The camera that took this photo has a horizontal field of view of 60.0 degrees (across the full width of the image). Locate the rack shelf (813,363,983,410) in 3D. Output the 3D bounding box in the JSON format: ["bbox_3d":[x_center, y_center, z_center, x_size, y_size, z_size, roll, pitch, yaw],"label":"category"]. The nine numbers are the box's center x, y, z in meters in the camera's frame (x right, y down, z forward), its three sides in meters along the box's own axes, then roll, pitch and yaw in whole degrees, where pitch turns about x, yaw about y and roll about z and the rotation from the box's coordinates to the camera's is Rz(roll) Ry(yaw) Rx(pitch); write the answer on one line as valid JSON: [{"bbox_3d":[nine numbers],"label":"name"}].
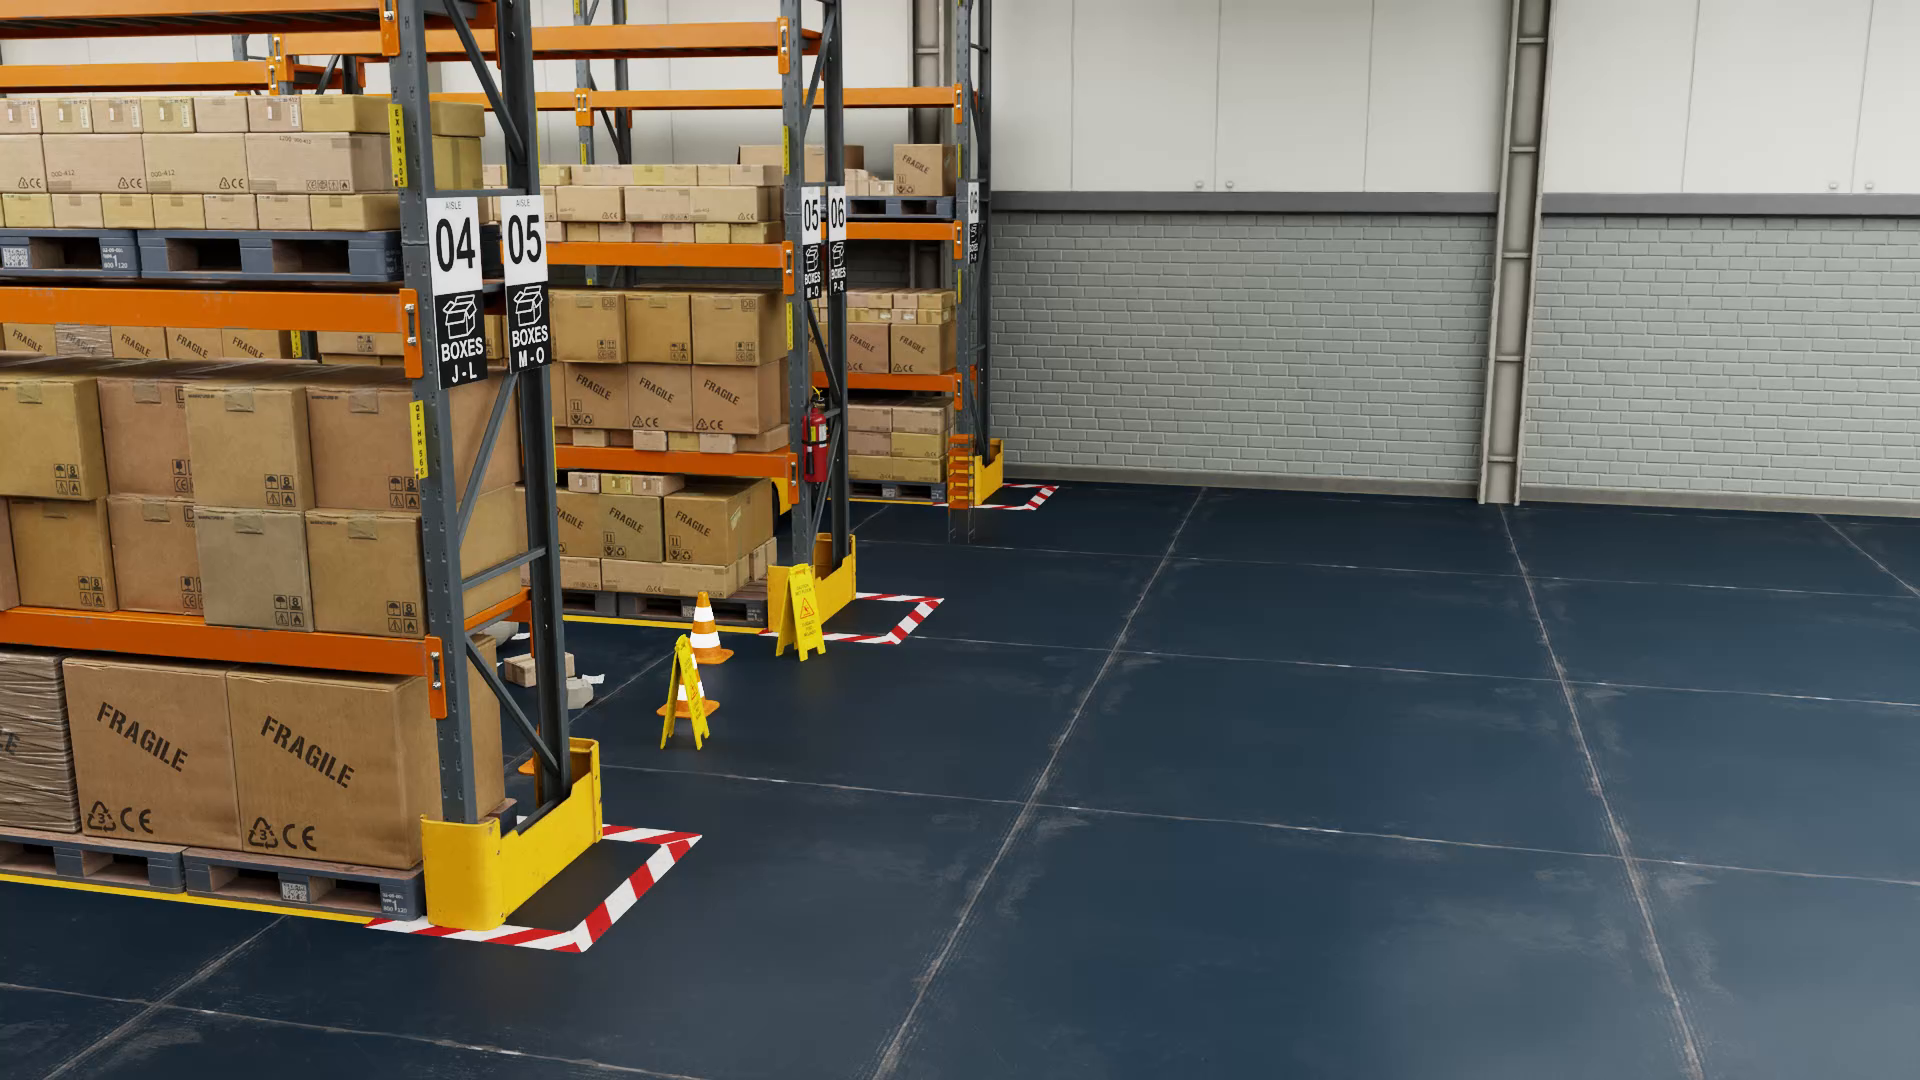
[{"bbox_3d":[-1.800,-1.695,17.627,4.000,0.370,1.077,3,13,14],"label":"rack shelf"}]

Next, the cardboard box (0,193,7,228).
[{"bbox_3d":[-4.267,-1.487,7.479,0.250,0.149,0.380,3,13,14],"label":"cardboard box"}]

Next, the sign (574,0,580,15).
[{"bbox_3d":[-3.860,-5.459,16.741,0.005,0.325,0.100,3,13,14],"label":"sign"}]

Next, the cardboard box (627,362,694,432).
[{"bbox_3d":[-2.122,-1.090,12.320,0.500,0.500,0.500,3,13,14],"label":"cardboard box"}]

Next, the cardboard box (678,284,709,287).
[{"bbox_3d":[-2.866,-2.675,17.968,0.250,0.149,0.380,3,13,13],"label":"cardboard box"}]

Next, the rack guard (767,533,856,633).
[{"bbox_3d":[-1.118,0.318,12.665,0.348,0.500,1.175,3,13,14],"label":"rack guard"}]

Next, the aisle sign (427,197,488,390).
[{"bbox_3d":[-2.135,-1.055,7.078,0.004,0.787,0.394,3,13,14],"label":"aisle sign"}]

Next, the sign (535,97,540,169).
[{"bbox_3d":[-1.993,-1.899,7.757,0.005,0.325,0.100,3,13,14],"label":"sign"}]

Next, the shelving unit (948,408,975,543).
[{"bbox_3d":[0.014,-0.585,15.117,0.189,1.200,0.258,3,13,14],"label":"shelving unit"}]

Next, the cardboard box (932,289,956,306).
[{"bbox_3d":[-0.133,-2.516,17.249,0.250,0.149,0.380,3,13,12],"label":"cardboard box"}]

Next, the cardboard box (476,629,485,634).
[{"bbox_3d":[-3.356,0.761,10.658,0.637,0.503,0.797,-6,14,-25],"label":"cardboard box"}]

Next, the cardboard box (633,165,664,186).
[{"bbox_3d":[-2.170,-2.640,12.039,0.250,0.149,0.380,3,13,14],"label":"cardboard box"}]

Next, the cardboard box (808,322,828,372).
[{"bbox_3d":[-1.398,-2.017,17.187,0.500,0.500,0.500,3,13,12],"label":"cardboard box"}]

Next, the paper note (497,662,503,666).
[{"bbox_3d":[-3.227,0.850,11.374,0.142,0.019,0.148,8,15,33],"label":"paper note"}]

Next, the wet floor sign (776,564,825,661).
[{"bbox_3d":[-1.116,0.485,11.572,0.232,0.644,0.267,8,15,33],"label":"wet floor sign"}]

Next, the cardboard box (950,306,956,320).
[{"bbox_3d":[-0.125,-2.380,17.326,0.250,0.149,0.380,3,13,12],"label":"cardboard box"}]

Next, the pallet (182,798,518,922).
[{"bbox_3d":[-2.927,1.484,8.076,1.213,0.211,1.003,3,13,14],"label":"pallet"}]

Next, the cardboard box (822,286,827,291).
[{"bbox_3d":[-1.369,-2.606,17.656,0.250,0.149,0.380,3,13,12],"label":"cardboard box"}]

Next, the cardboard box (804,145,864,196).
[{"bbox_3d":[-1.317,-3.756,16.897,0.500,0.500,0.700,3,13,14],"label":"cardboard box"}]

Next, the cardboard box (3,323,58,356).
[{"bbox_3d":[-7.405,-1.589,13.601,0.500,0.500,0.500,3,13,14],"label":"cardboard box"}]

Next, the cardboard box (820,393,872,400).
[{"bbox_3d":[-1.249,-1.412,17.758,0.500,0.250,0.500,3,13,13],"label":"cardboard box"}]

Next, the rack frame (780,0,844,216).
[{"bbox_3d":[-1.044,-3.828,11.726,0.127,3.000,1.000,3,13,14],"label":"rack frame"}]

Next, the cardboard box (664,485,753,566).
[{"bbox_3d":[-1.884,-0.114,12.487,0.500,0.500,0.500,3,13,14],"label":"cardboard box"}]

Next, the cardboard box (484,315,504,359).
[{"bbox_3d":[-3.581,-1.657,12.569,0.500,0.500,0.700,3,13,12],"label":"cardboard box"}]

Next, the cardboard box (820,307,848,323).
[{"bbox_3d":[-1.263,-2.320,17.053,0.250,0.149,0.380,3,13,12],"label":"cardboard box"}]

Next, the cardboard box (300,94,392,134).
[{"bbox_3d":[-2.540,-1.784,6.977,0.250,0.149,0.380,3,13,14],"label":"cardboard box"}]

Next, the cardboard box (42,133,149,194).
[{"bbox_3d":[-3.647,-1.662,7.349,0.500,0.250,0.500,3,13,13],"label":"cardboard box"}]

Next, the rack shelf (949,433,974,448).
[{"bbox_3d":[0.014,-0.893,15.048,0.180,0.103,0.258,3,13,14],"label":"rack shelf"}]

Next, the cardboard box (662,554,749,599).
[{"bbox_3d":[-1.917,0.252,12.568,0.500,0.250,0.500,3,13,13],"label":"cardboard box"}]

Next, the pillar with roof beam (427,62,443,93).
[{"bbox_3d":[-7.175,-4.503,14.772,0.400,9.000,9.100,3,13,14],"label":"pillar with roof beam"}]

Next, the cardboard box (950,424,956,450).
[{"bbox_3d":[-0.265,-1.118,17.587,0.500,0.250,0.500,3,13,15],"label":"cardboard box"}]

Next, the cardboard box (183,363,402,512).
[{"bbox_3d":[-3.039,-0.490,7.692,0.550,0.550,0.875,3,13,14],"label":"cardboard box"}]

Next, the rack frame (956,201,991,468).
[{"bbox_3d":[0.142,-1.943,17.082,0.127,3.000,1.000,3,13,14],"label":"rack frame"}]

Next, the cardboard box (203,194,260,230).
[{"bbox_3d":[-3.030,-1.421,7.182,0.250,0.149,0.380,3,13,14],"label":"cardboard box"}]

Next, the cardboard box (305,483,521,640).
[{"bbox_3d":[-2.503,0.064,7.688,0.550,0.550,0.875,3,13,14],"label":"cardboard box"}]

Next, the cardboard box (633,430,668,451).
[{"bbox_3d":[-2.232,-0.765,12.354,0.250,0.149,0.380,3,13,15],"label":"cardboard box"}]

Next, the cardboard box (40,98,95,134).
[{"bbox_3d":[-3.775,-1.850,7.275,0.250,0.149,0.380,3,13,13],"label":"cardboard box"}]

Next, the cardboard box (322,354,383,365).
[{"bbox_3d":[-4.567,-1.219,12.902,0.500,0.500,0.500,3,13,13],"label":"cardboard box"}]

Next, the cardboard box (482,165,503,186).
[{"bbox_3d":[-3.422,-2.696,12.292,0.250,0.149,0.380,3,13,13],"label":"cardboard box"}]

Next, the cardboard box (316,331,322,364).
[{"bbox_3d":[-5.314,-1.590,13.605,0.500,0.500,0.500,3,13,15],"label":"cardboard box"}]

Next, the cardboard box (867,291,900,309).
[{"bbox_3d":[-0.764,-2.442,16.916,0.250,0.149,0.380,3,13,15],"label":"cardboard box"}]

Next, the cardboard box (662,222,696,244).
[{"bbox_3d":[-1.957,-2.227,12.018,0.250,0.149,0.380,3,13,15],"label":"cardboard box"}]

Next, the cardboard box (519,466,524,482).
[{"bbox_3d":[-3.551,-0.506,12.754,0.250,0.149,0.380,4,13,17],"label":"cardboard box"}]

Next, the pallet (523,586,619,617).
[{"bbox_3d":[-3.079,0.345,13.207,1.213,0.211,1.003,3,13,14],"label":"pallet"}]

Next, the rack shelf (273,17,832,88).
[{"bbox_3d":[-2.986,-3.579,12.272,4.000,0.370,1.077,3,13,14],"label":"rack shelf"}]

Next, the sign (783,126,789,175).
[{"bbox_3d":[-1.196,-2.680,11.434,0.005,0.325,0.100,3,13,14],"label":"sign"}]

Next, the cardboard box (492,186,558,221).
[{"bbox_3d":[-3.089,-2.483,12.251,0.500,0.250,0.500,3,13,14],"label":"cardboard box"}]

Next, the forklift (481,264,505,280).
[{"bbox_3d":[-4.521,-1.604,15.715,3.031,2.935,1.130,3,13,13],"label":"forklift"}]

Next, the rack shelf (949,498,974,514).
[{"bbox_3d":[0.014,-0.307,15.178,0.180,0.103,0.258,3,13,14],"label":"rack shelf"}]

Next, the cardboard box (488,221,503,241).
[{"bbox_3d":[-3.453,-2.295,12.324,0.250,0.149,0.380,3,13,12],"label":"cardboard box"}]
